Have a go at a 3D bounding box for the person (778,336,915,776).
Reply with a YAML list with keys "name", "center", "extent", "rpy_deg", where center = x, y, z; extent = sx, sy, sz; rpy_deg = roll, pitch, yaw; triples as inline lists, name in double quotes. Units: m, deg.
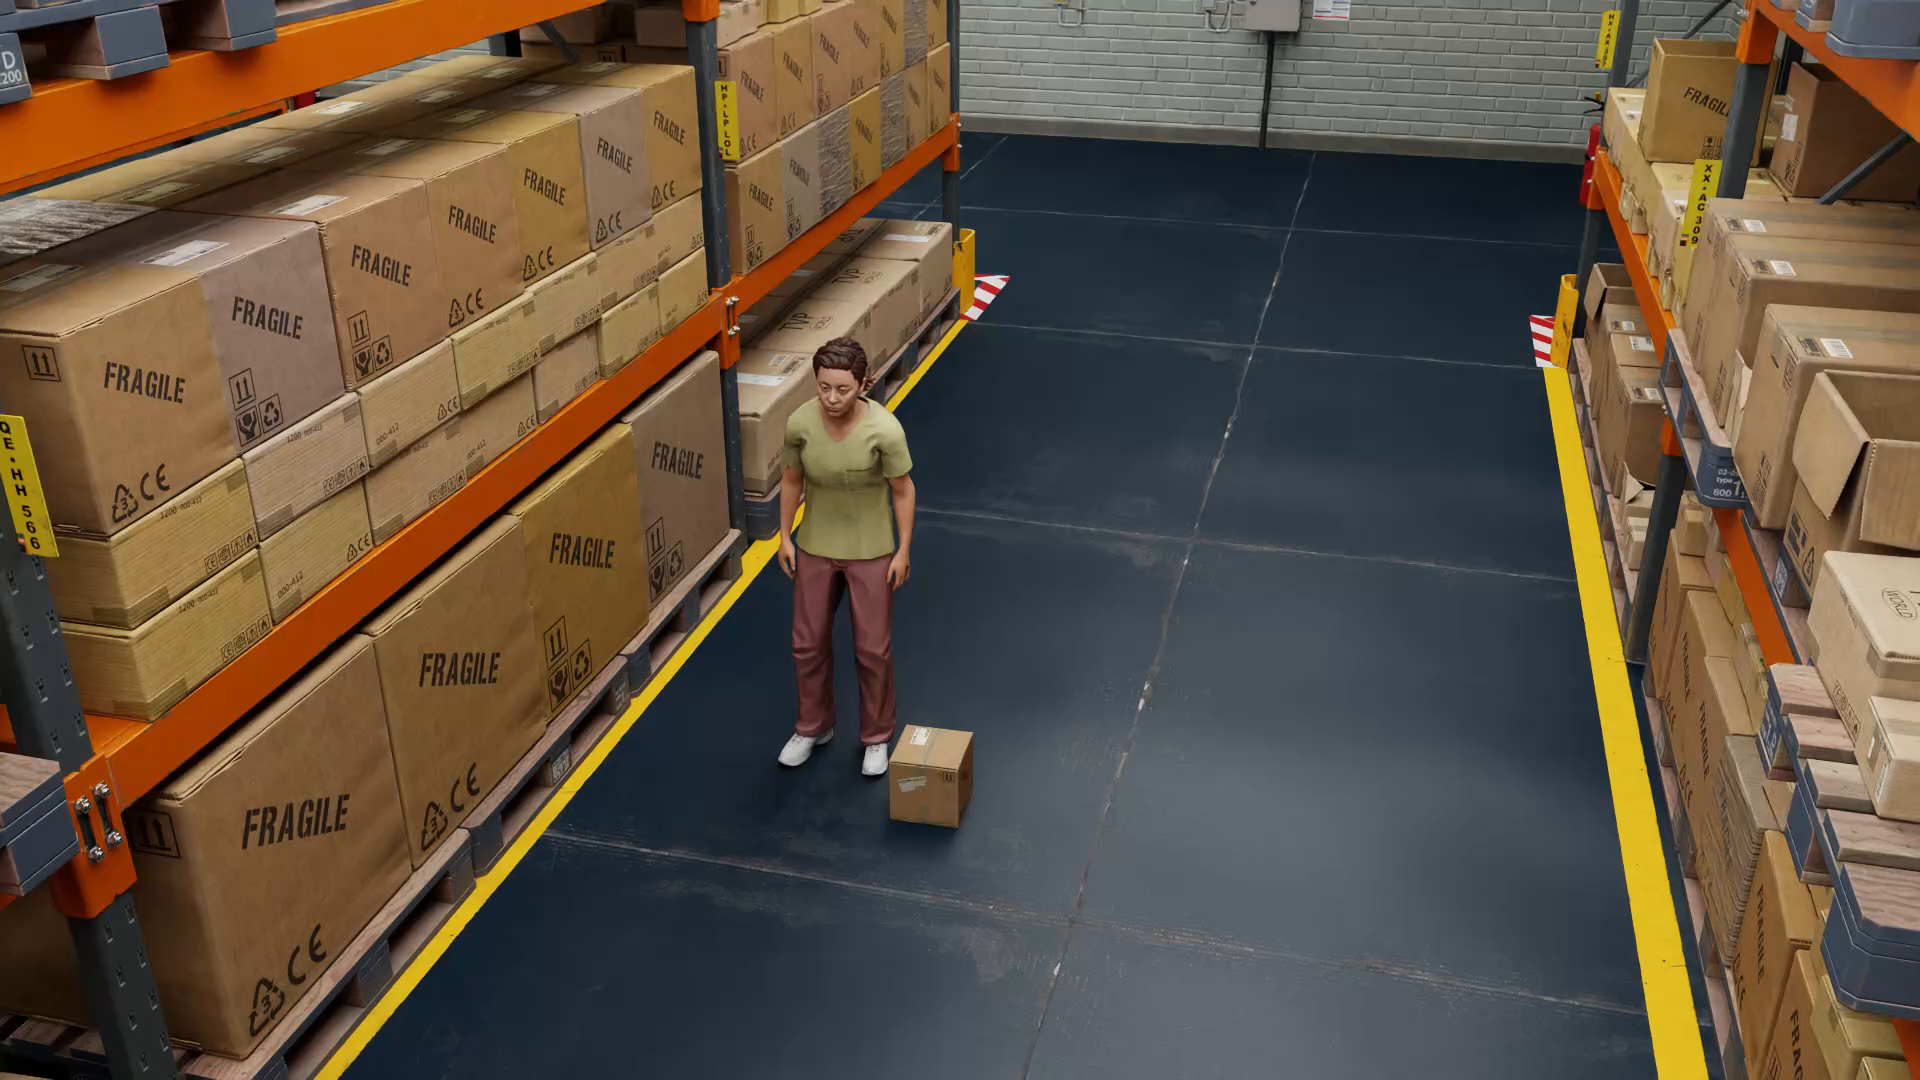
- name: "person"
  center: [-0.415, 0.056, 5.993]
  extent: [0.498, 1.673, 0.354]
  rpy_deg: [5, 26, 11]
